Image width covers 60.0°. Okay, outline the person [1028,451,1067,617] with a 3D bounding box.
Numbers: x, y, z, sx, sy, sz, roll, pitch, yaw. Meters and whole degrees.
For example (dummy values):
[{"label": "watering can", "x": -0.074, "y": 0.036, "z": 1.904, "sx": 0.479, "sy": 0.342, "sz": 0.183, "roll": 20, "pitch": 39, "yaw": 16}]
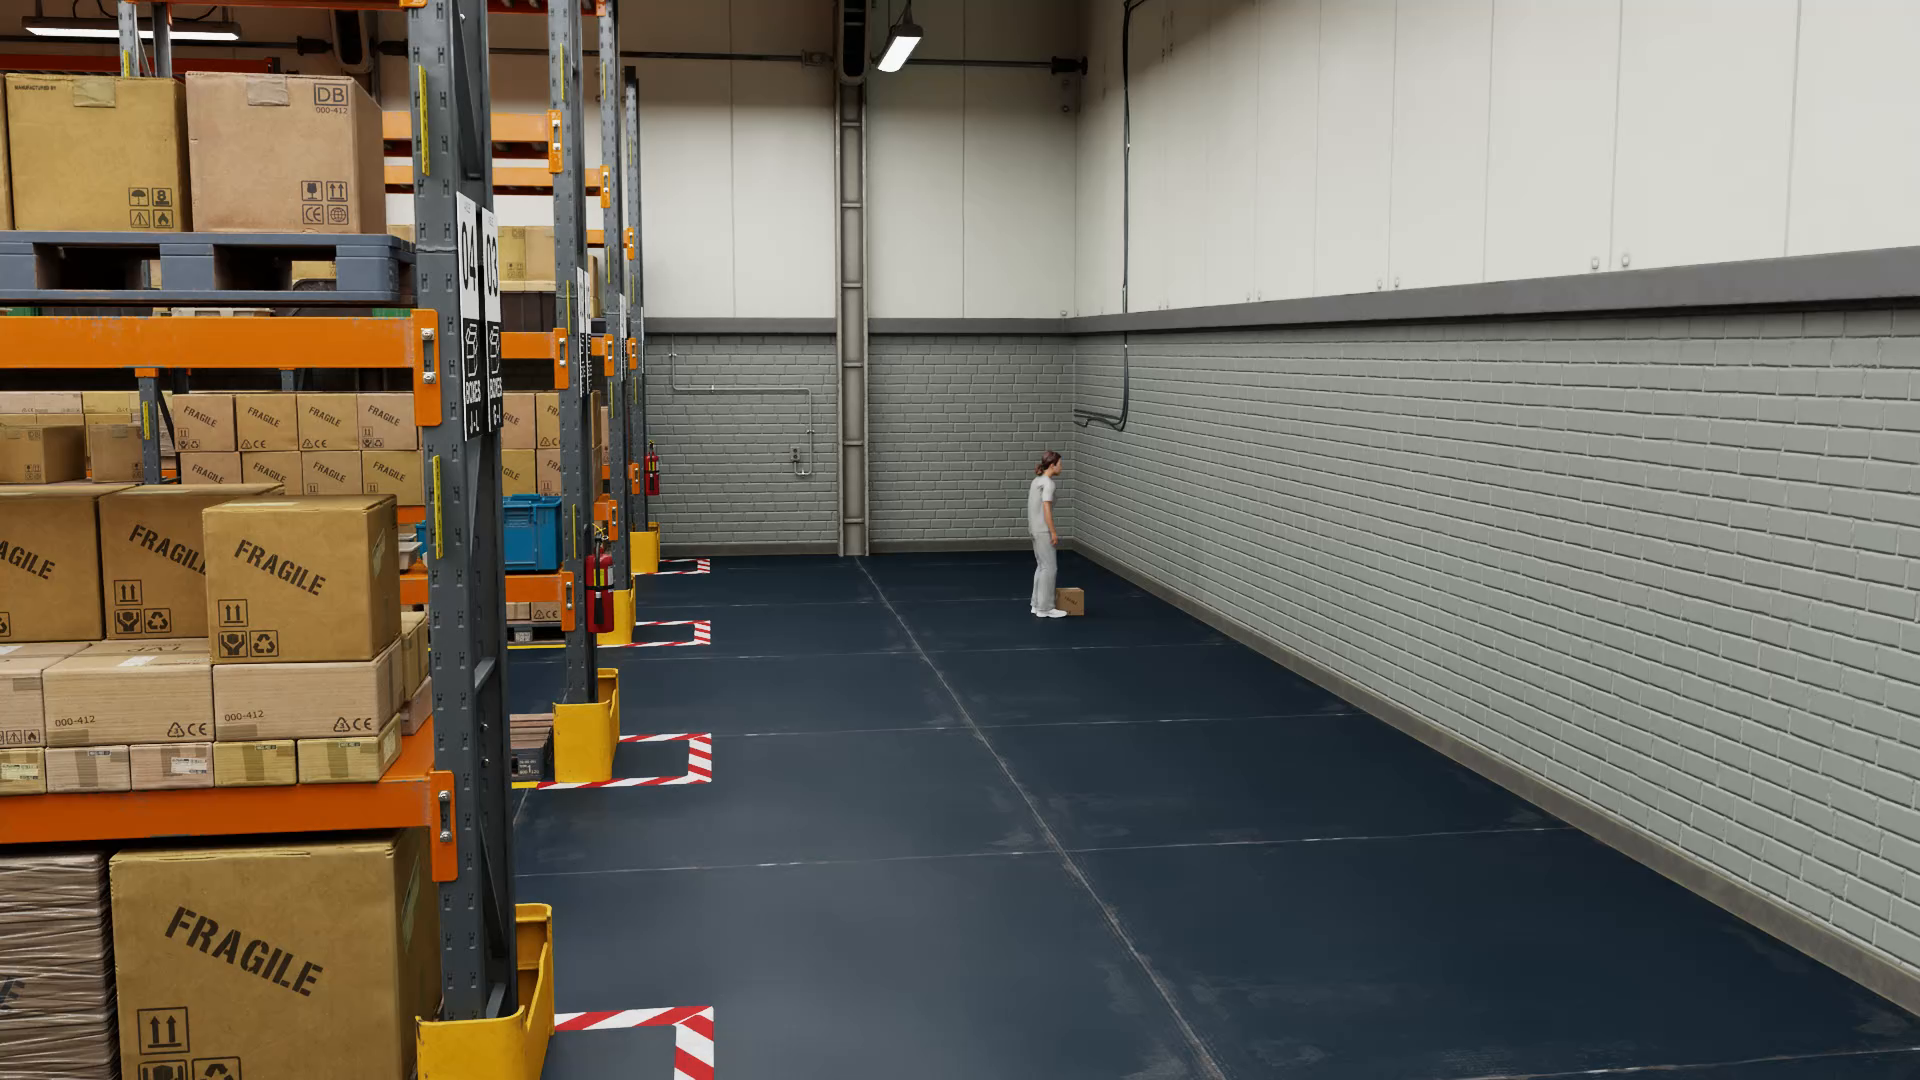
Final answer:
[{"label": "person", "x": 0.875, "y": -0.070, "z": 16.916, "sx": 0.351, "sy": 1.672, "sz": 0.502, "roll": -1, "pitch": 7, "yaw": -10}]
